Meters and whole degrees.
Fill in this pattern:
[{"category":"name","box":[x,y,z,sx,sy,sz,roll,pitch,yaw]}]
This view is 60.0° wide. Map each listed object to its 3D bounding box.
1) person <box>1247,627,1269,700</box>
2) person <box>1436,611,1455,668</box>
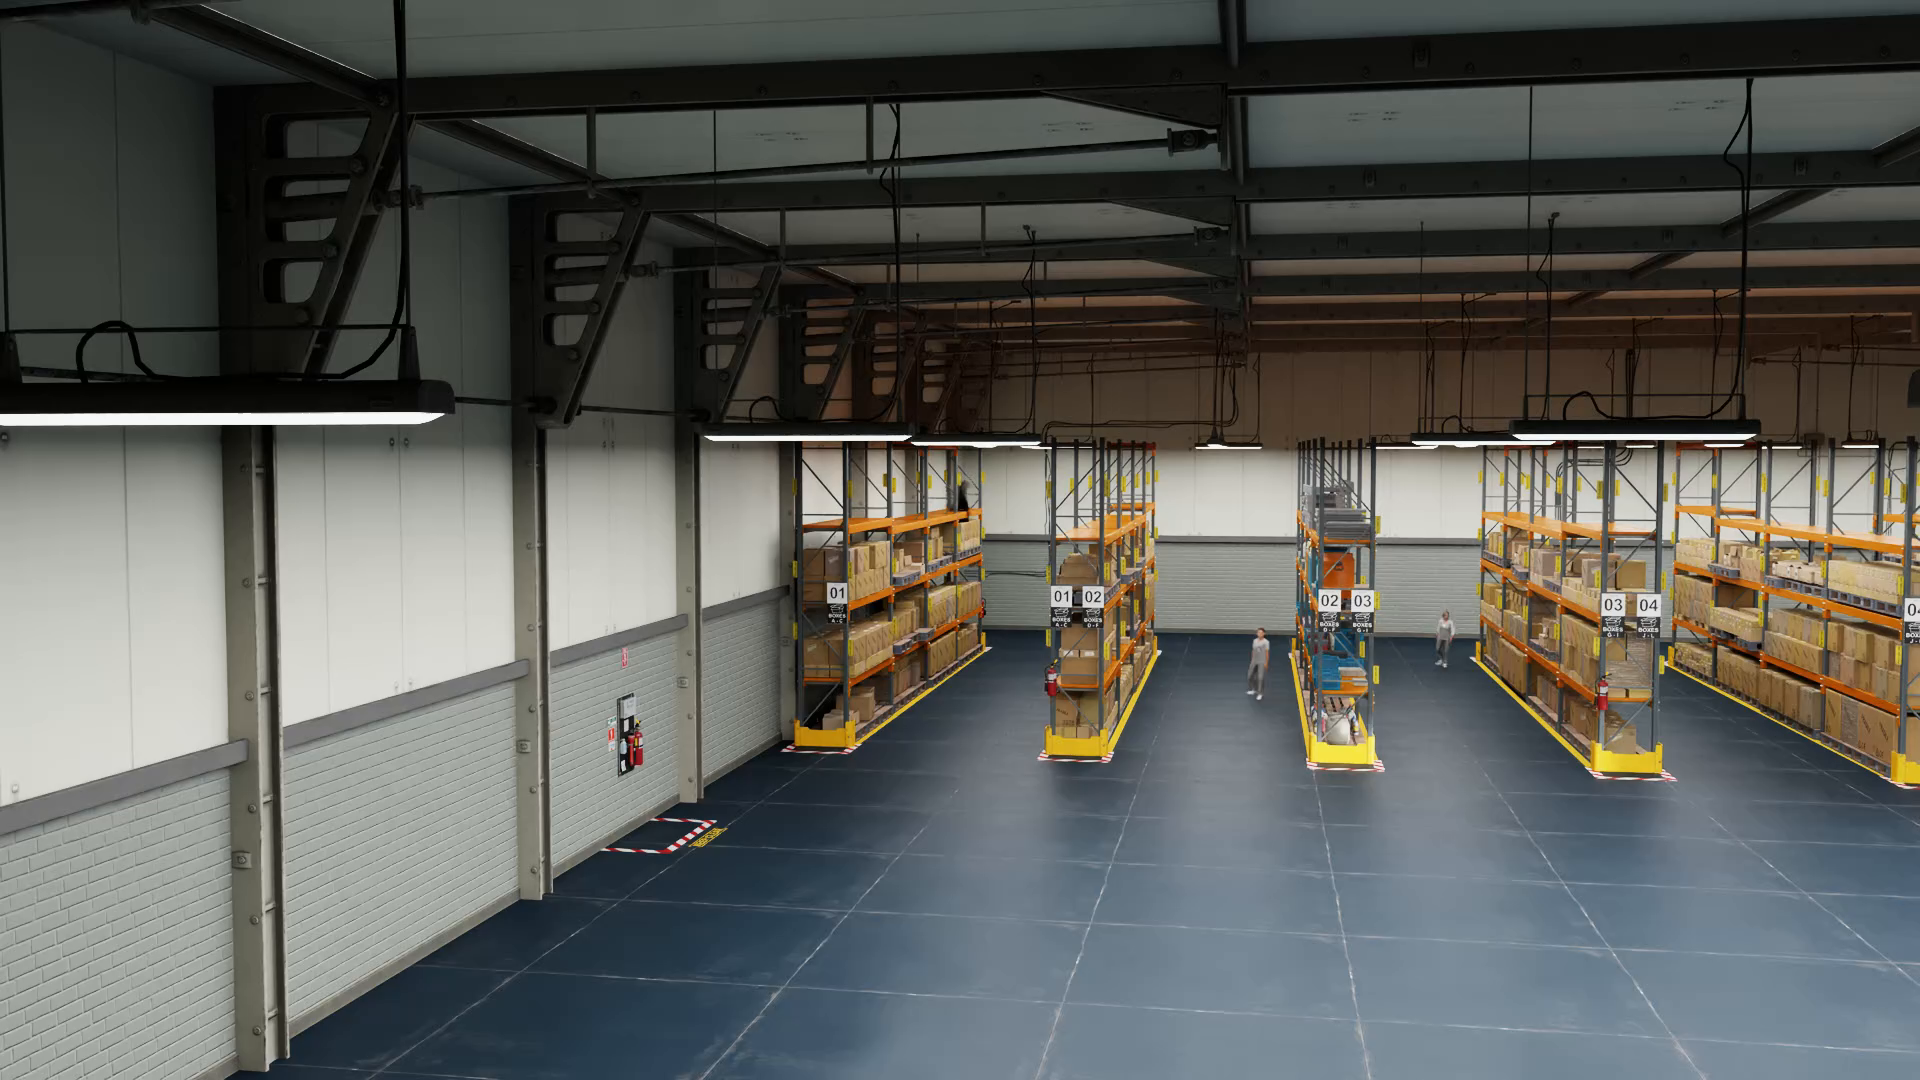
[{"category":"person","box":[6.929,2.854,38.564,0.574,1.688,0.445,2,4,39]},{"category":"person","box":[12.830,2.622,44.011,0.564,1.540,0.601,2,3,30]}]
